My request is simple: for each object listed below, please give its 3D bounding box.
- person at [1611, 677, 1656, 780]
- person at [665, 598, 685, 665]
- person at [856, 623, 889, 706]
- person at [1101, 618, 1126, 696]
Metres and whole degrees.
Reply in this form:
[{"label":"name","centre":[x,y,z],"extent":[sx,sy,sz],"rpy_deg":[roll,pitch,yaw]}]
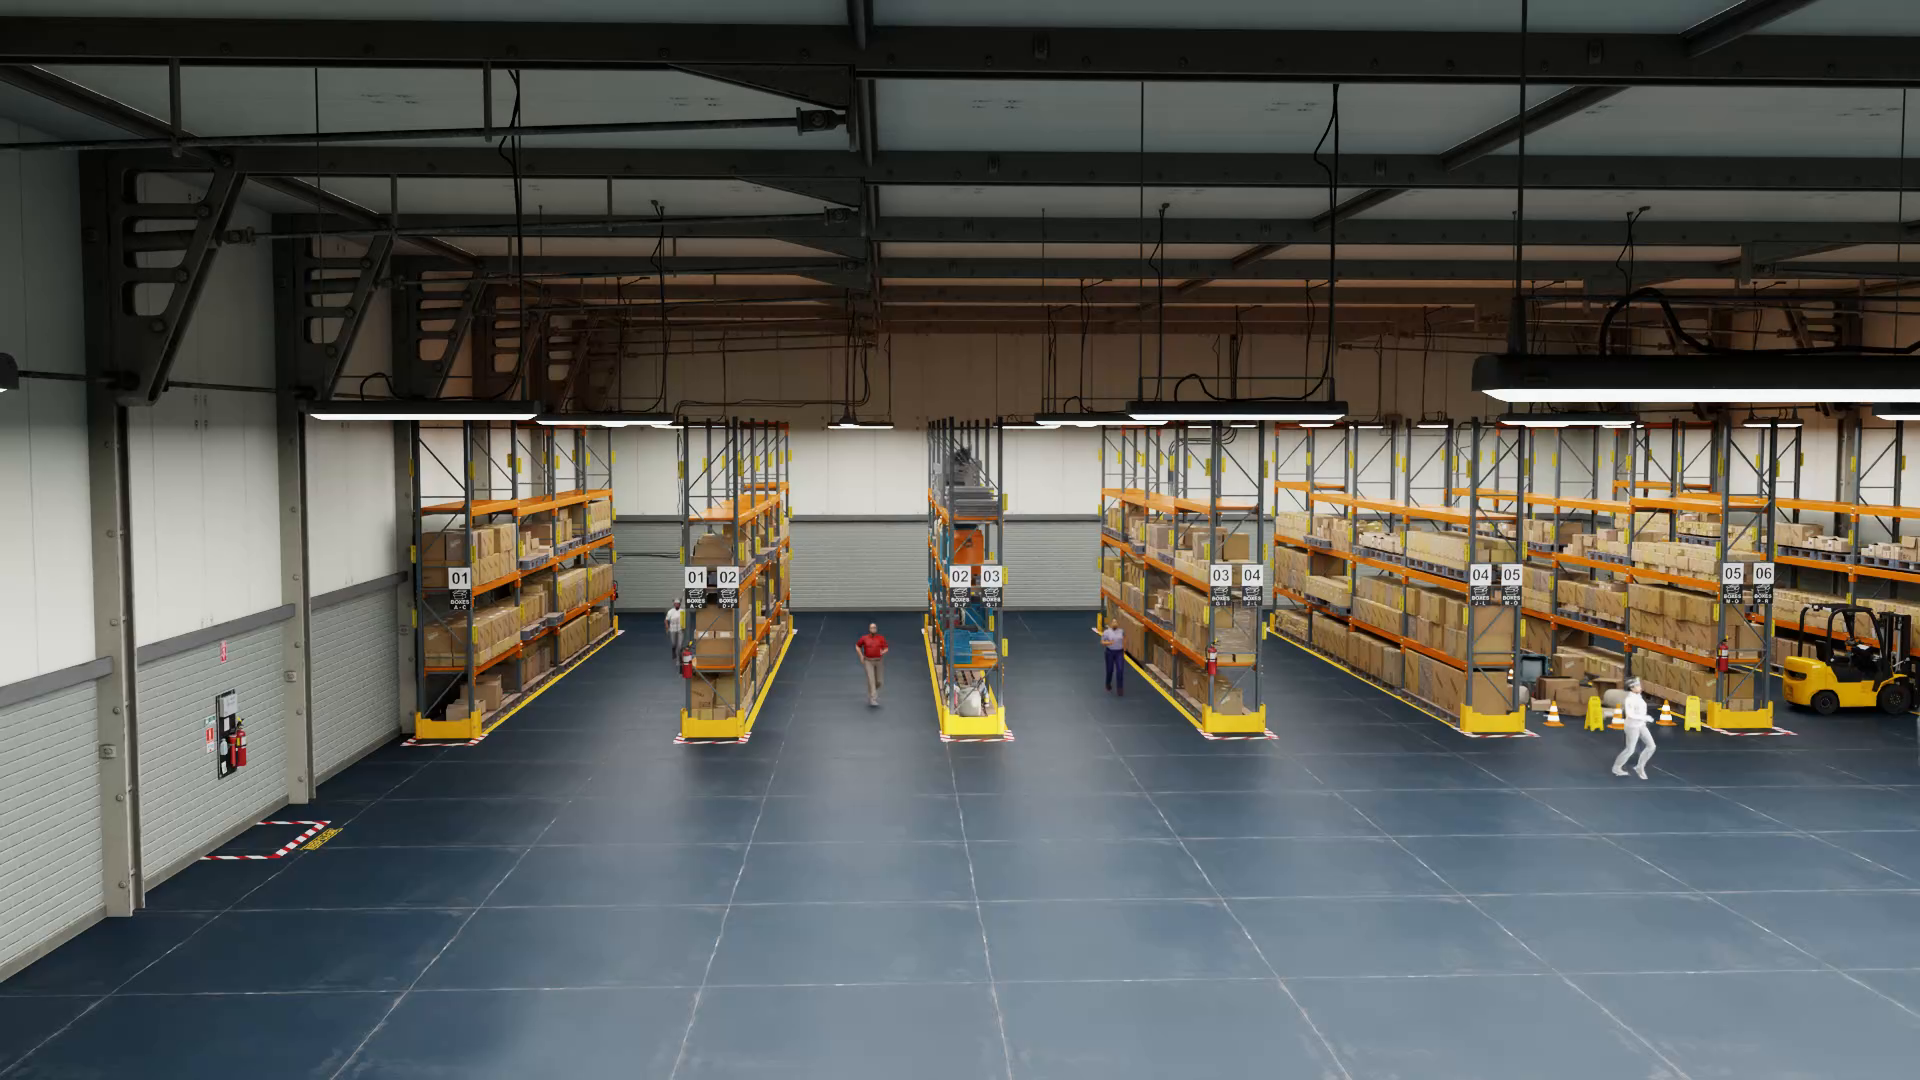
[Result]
[{"label":"person","centre":[11.120,3.103,27.406],"extent":[0.616,1.716,0.683],"rpy_deg":[-4,5,-44]},{"label":"person","centre":[-6.938,2.243,40.768],"extent":[0.580,1.660,0.557],"rpy_deg":[-1,4,-11]},{"label":"person","centre":[-1.828,2.592,34.921],"extent":[0.676,1.694,0.886],"rpy_deg":[-1,4,-15]},{"label":"person","centre":[3.355,2.510,36.150],"extent":[0.602,1.645,0.913],"rpy_deg":[0,4,-5]}]
